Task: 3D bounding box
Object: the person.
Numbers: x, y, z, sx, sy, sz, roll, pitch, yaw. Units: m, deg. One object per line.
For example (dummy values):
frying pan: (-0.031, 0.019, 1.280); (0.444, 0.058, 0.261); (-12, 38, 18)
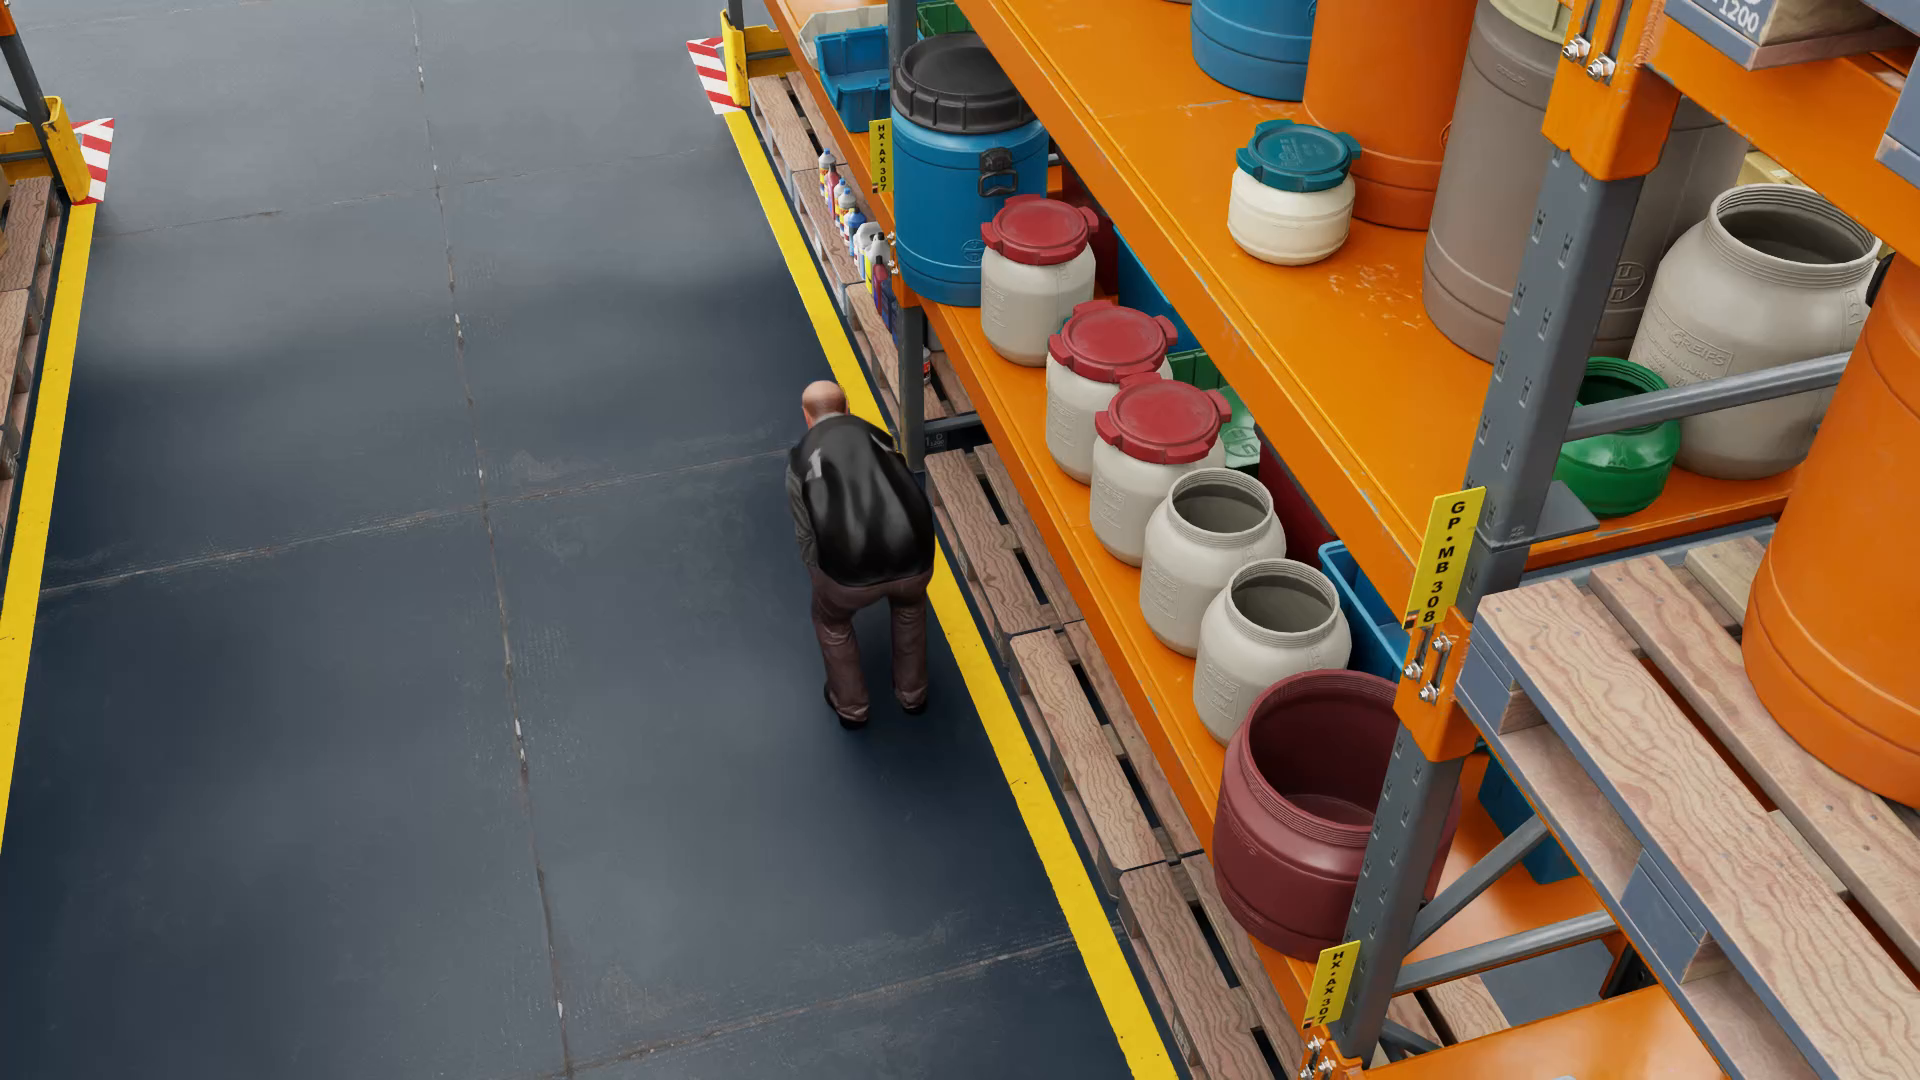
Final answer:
person: (-0.406, 0.074, 6.511); (0.459, 1.171, 0.948); (-13, 44, -14)
